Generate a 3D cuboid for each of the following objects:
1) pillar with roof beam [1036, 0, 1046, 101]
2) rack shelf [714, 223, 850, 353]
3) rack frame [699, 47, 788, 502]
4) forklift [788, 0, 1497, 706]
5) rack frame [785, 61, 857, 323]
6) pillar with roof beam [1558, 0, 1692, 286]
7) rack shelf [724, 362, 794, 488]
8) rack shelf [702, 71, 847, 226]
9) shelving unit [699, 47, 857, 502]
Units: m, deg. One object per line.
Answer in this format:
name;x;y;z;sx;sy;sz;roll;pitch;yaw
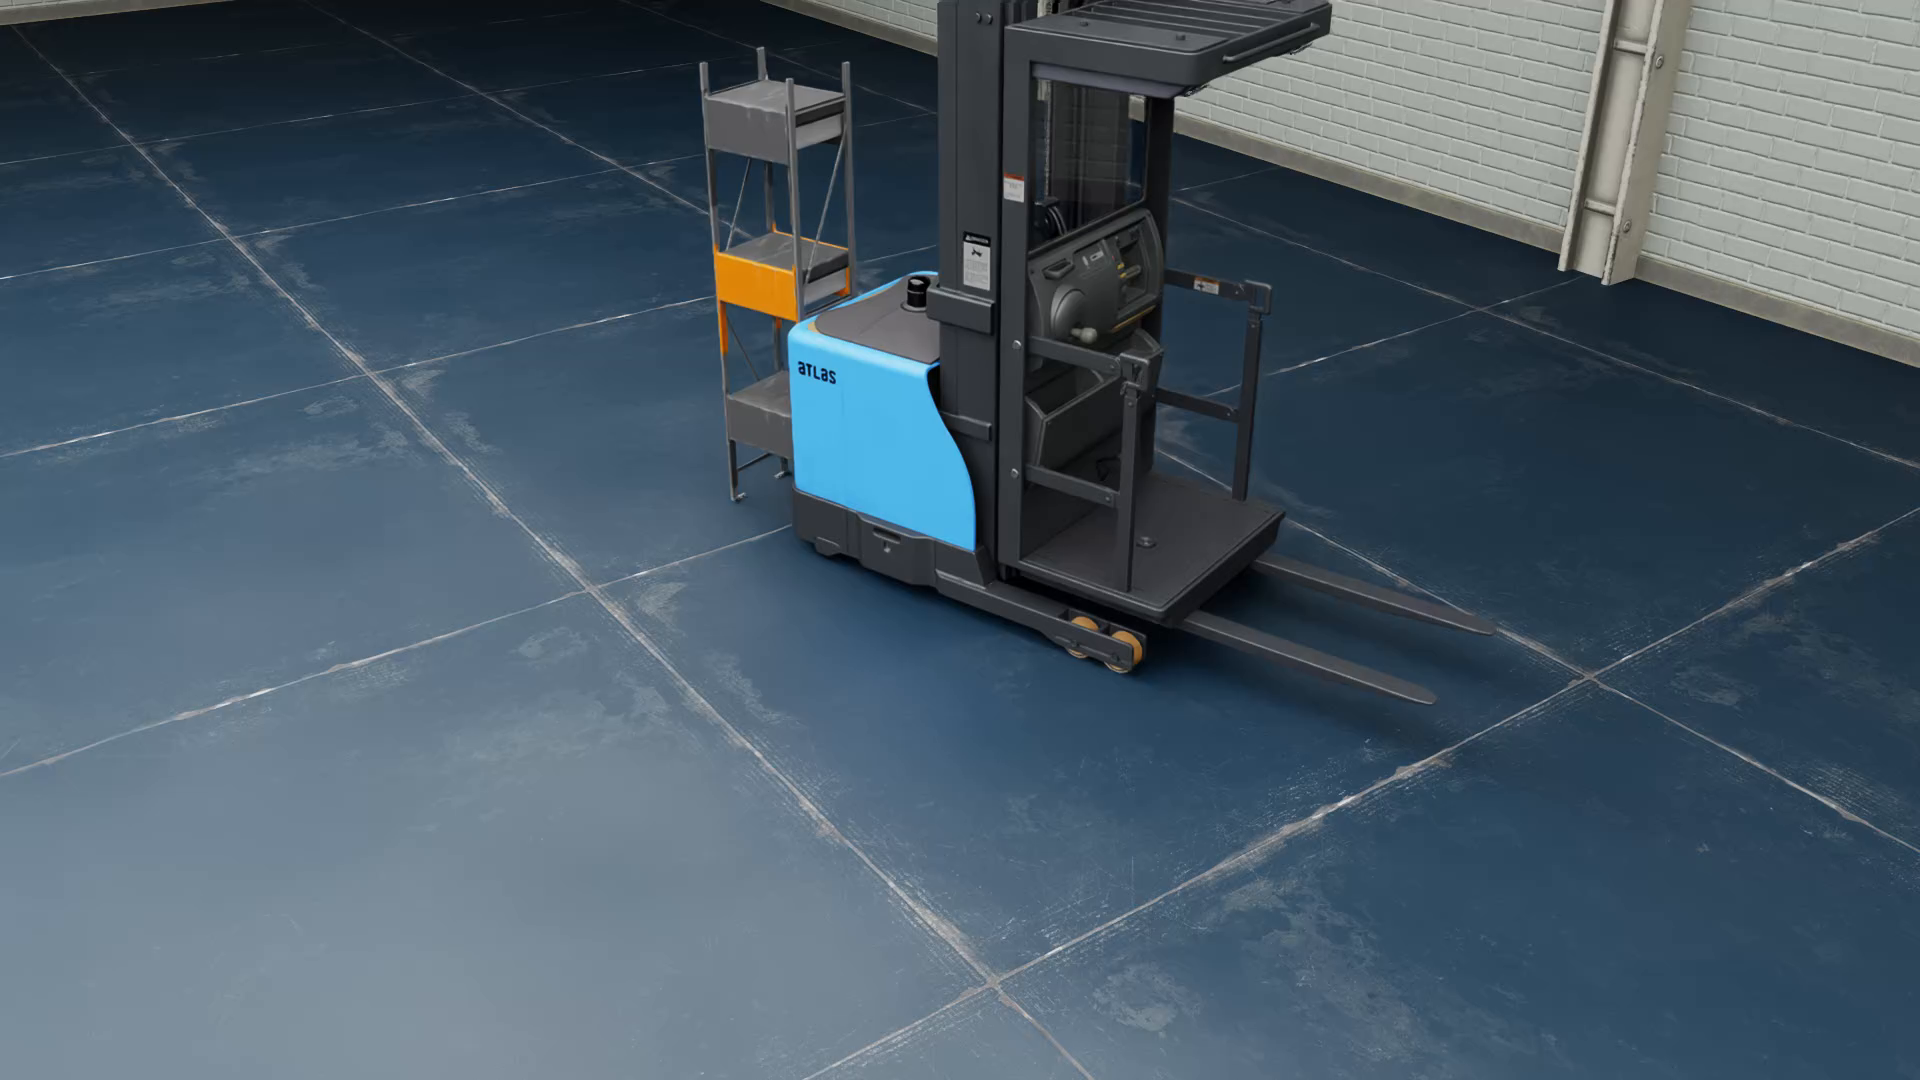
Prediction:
pillar with roof beam;-2.773;-6.864;10.961;9.100;9.000;0.400;-19;34;-31
rack shelf;-0.793;-1.107;7.617;0.480;0.518;0.431;19;34;31
rack frame;-0.990;-1.188;7.736;0.015;2.100;0.400;19;34;31
forklift;0.725;-1.036;6.586;3.031;2.935;1.130;19;34;31
rack frame;-0.596;-1.050;7.484;0.015;2.100;0.400;19;34;31
pillar with roof beam;0.708;-4.532;6.666;9.100;9.000;0.400;-19;34;-31
rack shelf;-0.793;-0.492;7.951;0.480;0.518;0.431;19;34;31
rack shelf;-0.793;-1.722;7.283;0.480;0.518;0.431;19;34;31
shelving unit;-0.793;-1.119;7.610;0.503;2.100;0.431;19;34;31
